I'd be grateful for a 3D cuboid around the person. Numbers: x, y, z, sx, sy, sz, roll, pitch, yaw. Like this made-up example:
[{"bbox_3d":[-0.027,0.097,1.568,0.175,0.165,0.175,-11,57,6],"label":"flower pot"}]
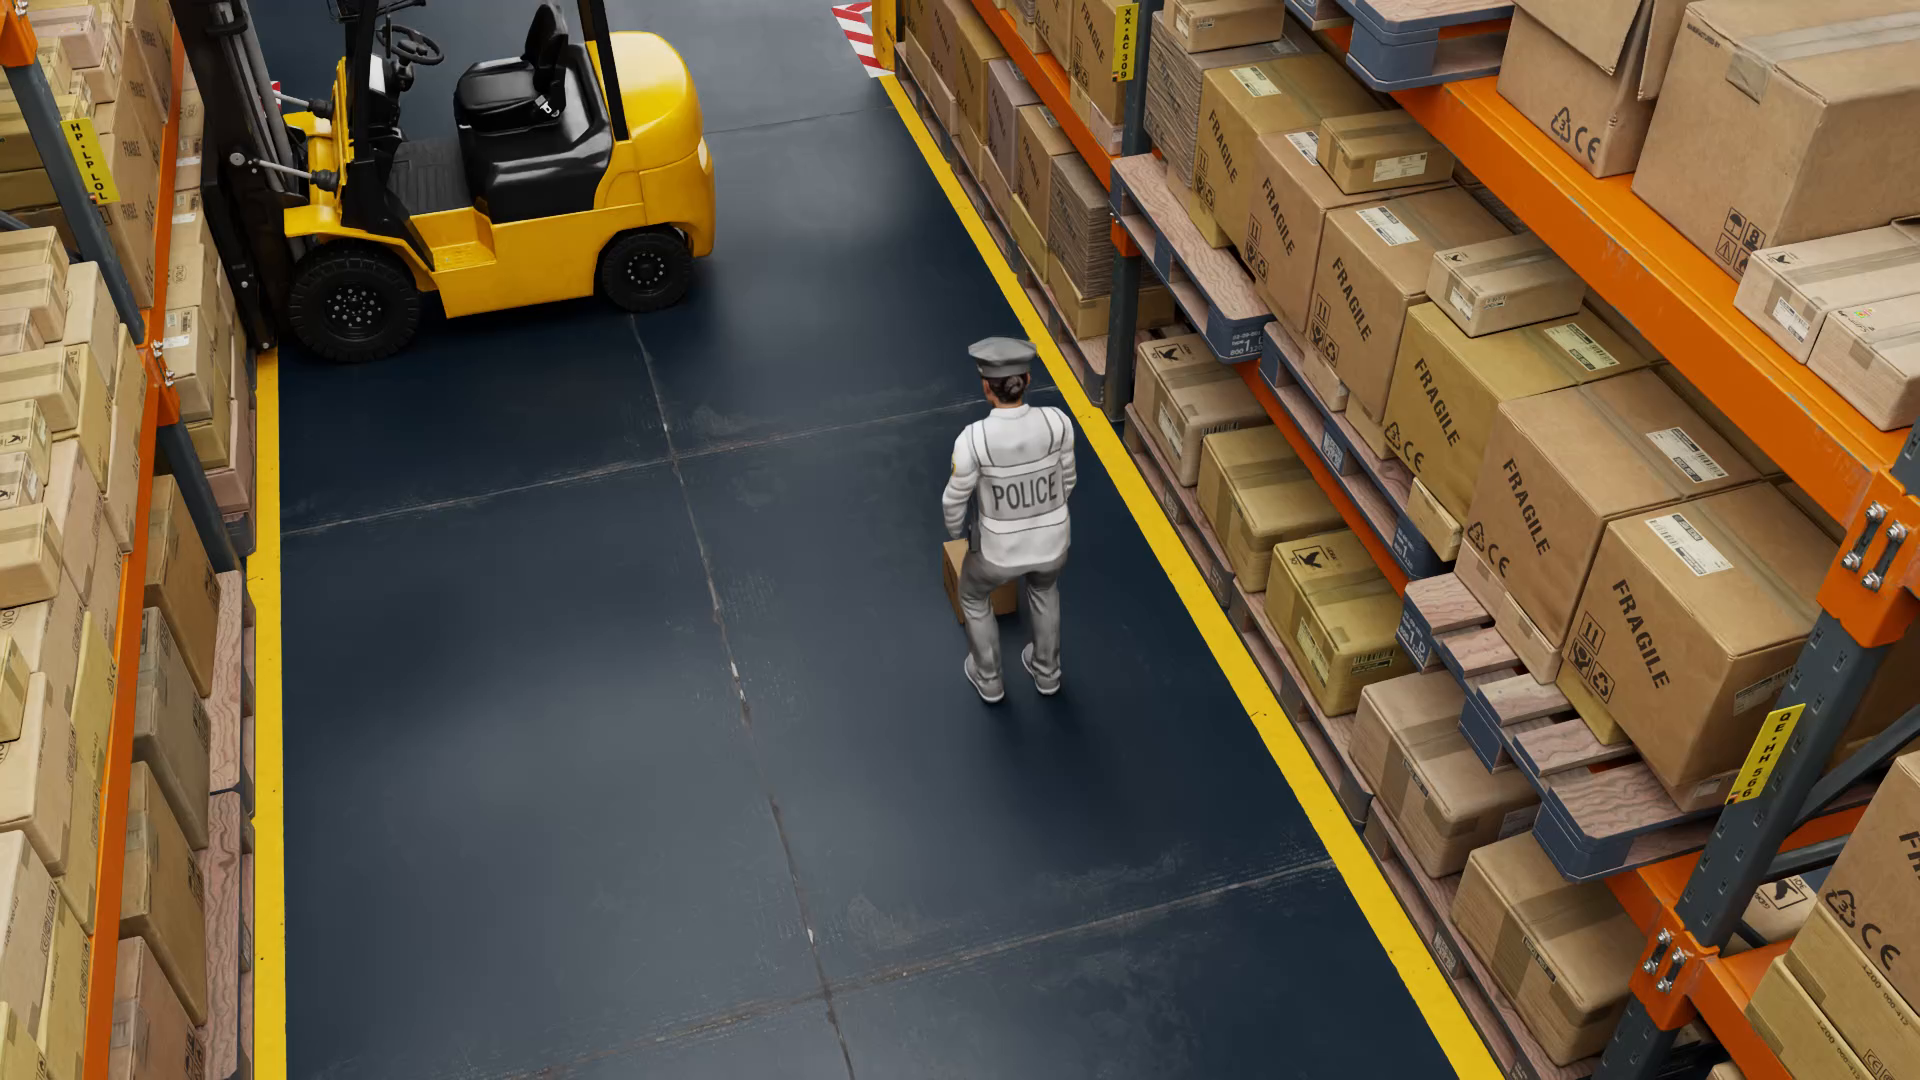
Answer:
[{"bbox_3d":[0.180,-0.030,6.247,0.508,1.604,0.485,-10,43,-10],"label":"person"}]
